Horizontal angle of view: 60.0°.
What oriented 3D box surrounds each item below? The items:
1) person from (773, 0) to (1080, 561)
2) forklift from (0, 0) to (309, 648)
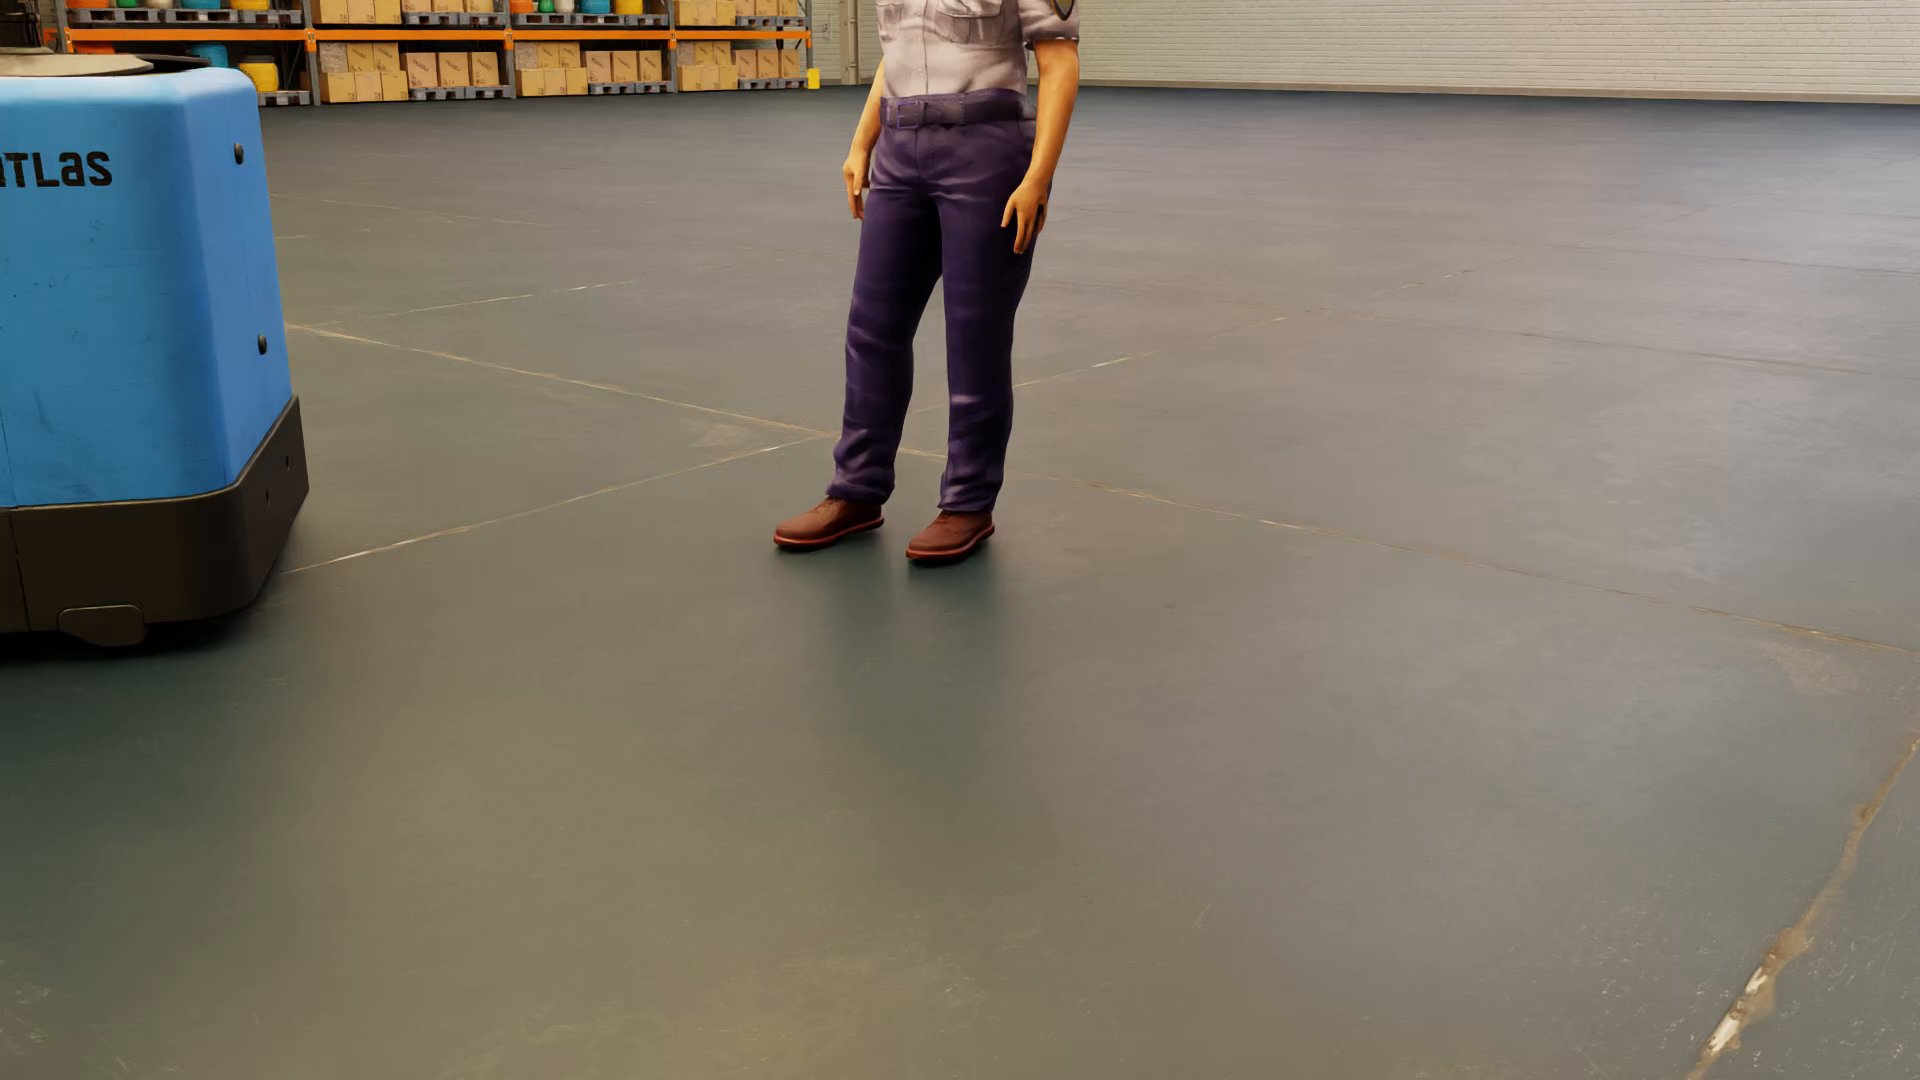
[{"bbox_3d":[-0.075,-0.779,3.648,0.598,1.651,0.502,13,21,37],"label":"person"},{"bbox_3d":[-2.973,-1.230,2.949,3.031,2.935,1.130,-4,17,-13],"label":"forklift"}]
